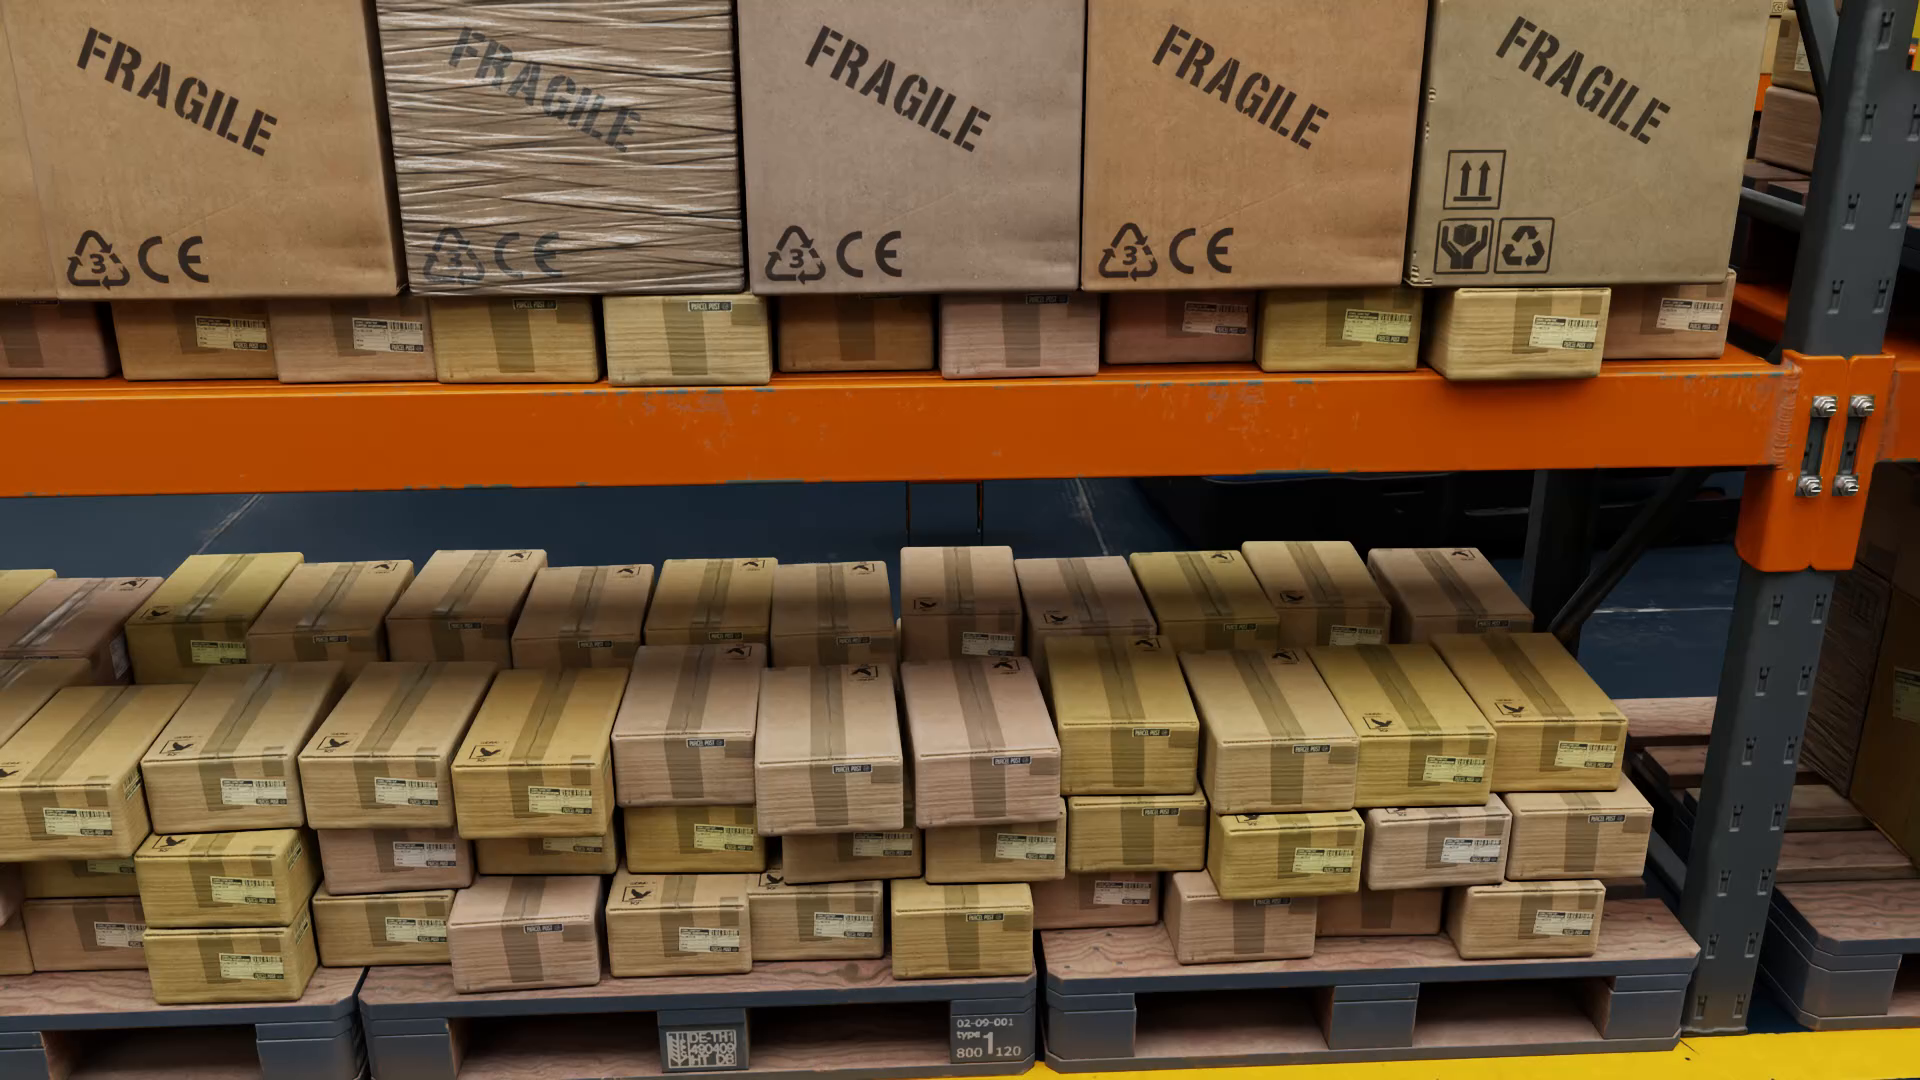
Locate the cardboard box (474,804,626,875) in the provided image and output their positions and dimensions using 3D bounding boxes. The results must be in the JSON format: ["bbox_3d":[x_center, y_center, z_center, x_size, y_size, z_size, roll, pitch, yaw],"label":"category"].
[{"bbox_3d":[-0.750,0.472,3.163,0.250,0.149,0.380,0,21,0],"label":"cardboard box"}]

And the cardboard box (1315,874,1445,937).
[{"bbox_3d":[0.763,0.602,3.240,0.250,0.149,0.380,-1,21,-2],"label":"cardboard box"}]

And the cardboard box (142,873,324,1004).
[{"bbox_3d":[-1.287,0.674,3.052,0.250,0.149,0.380,-1,21,-2],"label":"cardboard box"}]

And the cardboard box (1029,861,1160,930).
[{"bbox_3d":[0.233,0.593,3.265,0.250,0.149,0.380,-2,21,-4],"label":"cardboard box"}]

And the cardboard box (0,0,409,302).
[{"bbox_3d":[-1.108,-0.679,2.631,0.500,0.500,0.500,-1,21,-2],"label":"cardboard box"}]

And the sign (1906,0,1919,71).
[{"bbox_3d":[1.438,-0.850,2.422,0.005,0.325,0.100,-1,21,-3],"label":"sign"}]

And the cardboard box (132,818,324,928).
[{"bbox_3d":[-1.278,0.532,3.007,0.250,0.149,0.380,-1,21,-1],"label":"cardboard box"}]

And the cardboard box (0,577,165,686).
[{"bbox_3d":[-1.826,0.215,3.420,0.250,0.149,0.380,-1,21,-2],"label":"cardboard box"}]

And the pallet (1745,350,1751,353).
[{"bbox_3d":[4.218,-1.184,8.433,1.213,0.211,1.003,-1,21,-3],"label":"pallet"}]

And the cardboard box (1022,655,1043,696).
[{"bbox_3d":[0.261,0.311,3.586,0.250,0.149,0.380,-2,21,-6],"label":"cardboard box"}]

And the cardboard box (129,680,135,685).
[{"bbox_3d":[-1.820,0.342,3.507,0.250,0.149,0.380,-2,21,-4],"label":"cardboard box"}]

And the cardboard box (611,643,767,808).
[{"bbox_3d":[-0.493,0.338,3.098,0.250,0.149,0.380,-1,21,-3],"label":"cardboard box"}]

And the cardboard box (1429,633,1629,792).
[{"bbox_3d":[1.059,0.319,3.147,0.250,0.149,0.380,-1,21,-2],"label":"cardboard box"}]

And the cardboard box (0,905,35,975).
[{"bbox_3d":[-1.796,0.647,3.121,0.250,0.149,0.380,-1,21,-3],"label":"cardboard box"}]

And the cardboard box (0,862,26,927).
[{"bbox_3d":[-1.780,0.535,2.999,0.250,0.149,0.380,-1,21,-3],"label":"cardboard box"}]

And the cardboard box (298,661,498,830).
[{"bbox_3d":[-1.004,0.366,3.024,0.250,0.149,0.380,0,21,-1],"label":"cardboard box"}]

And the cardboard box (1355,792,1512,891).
[{"bbox_3d":[0.834,0.488,3.123,0.250,0.149,0.380,-2,21,-6],"label":"cardboard box"}]

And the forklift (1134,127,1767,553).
[{"bbox_3d":[2.167,-1.532,5.527,3.031,2.935,1.130,-4,21,-10],"label":"forklift"}]

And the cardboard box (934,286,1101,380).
[{"bbox_3d":[0.078,-0.391,2.786,0.250,0.149,0.380,-2,21,-5],"label":"cardboard box"}]

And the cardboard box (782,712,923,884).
[{"bbox_3d":[-0.211,0.480,3.143,0.250,0.149,0.380,-2,21,-6],"label":"cardboard box"}]

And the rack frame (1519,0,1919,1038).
[{"bbox_3d":[1.399,-0.639,3.082,0.127,3.000,1.000,-1,21,-3],"label":"rack frame"}]

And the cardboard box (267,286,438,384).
[{"bbox_3d":[-0.958,-0.382,2.762,0.250,0.149,0.380,-2,21,-4],"label":"cardboard box"}]

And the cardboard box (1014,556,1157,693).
[{"bbox_3d":[0.256,0.173,3.530,0.250,0.149,0.380,-2,21,-4],"label":"cardboard box"}]

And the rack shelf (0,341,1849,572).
[{"bbox_3d":[-0.597,-0.262,3.104,4.000,0.370,1.077,-1,21,-3],"label":"rack shelf"}]

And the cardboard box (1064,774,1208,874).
[{"bbox_3d":[0.311,0.470,3.170,0.250,0.149,0.380,-1,21,-3],"label":"cardboard box"}]

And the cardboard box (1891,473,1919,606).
[{"bbox_3d":[2.152,0.062,3.112,0.500,0.250,0.500,-2,21,-5],"label":"cardboard box"}]

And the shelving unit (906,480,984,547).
[{"bbox_3d":[-0.053,-0.490,5.431,0.252,1.050,0.215,-1,21,-3],"label":"shelving unit"}]

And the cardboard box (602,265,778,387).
[{"bbox_3d":[-0.429,-0.375,2.743,0.250,0.149,0.380,-1,21,-2],"label":"cardboard box"}]

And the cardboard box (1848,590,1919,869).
[{"bbox_3d":[2.152,0.413,3.244,0.500,0.500,0.500,0,21,-1],"label":"cardboard box"}]

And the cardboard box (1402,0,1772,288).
[{"bbox_3d":[0.933,-0.714,2.722,0.500,0.500,0.500,-1,21,-3],"label":"cardboard box"}]

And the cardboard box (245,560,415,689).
[{"bbox_3d":[-1.313,0.182,3.507,0.250,0.149,0.380,-2,21,-5],"label":"cardboard box"}]

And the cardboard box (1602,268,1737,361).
[{"bbox_3d":[1.127,-0.432,2.893,0.250,0.149,0.380,-1,21,-4],"label":"cardboard box"}]

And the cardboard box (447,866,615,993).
[{"bbox_3d":[-0.784,0.661,3.087,0.250,0.149,0.380,-2,21,-6],"label":"cardboard box"}]

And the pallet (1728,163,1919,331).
[{"bbox_3d":[2.171,-0.513,3.022,1.213,0.211,1.003,-1,21,-3],"label":"pallet"}]

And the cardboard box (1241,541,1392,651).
[{"bbox_3d":[0.765,0.137,3.625,0.250,0.149,0.380,0,21,0],"label":"cardboard box"}]

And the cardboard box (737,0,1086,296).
[{"bbox_3d":[-0.083,-0.694,2.670,0.500,0.500,0.500,-1,21,-3],"label":"cardboard box"}]

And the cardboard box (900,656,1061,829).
[{"bbox_3d":[0.029,0.362,3.035,0.250,0.149,0.380,-2,21,-6],"label":"cardboard box"}]

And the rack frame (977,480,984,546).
[{"bbox_3d":[0.068,-0.492,5.438,0.008,1.050,0.200,-1,21,-3],"label":"rack frame"}]

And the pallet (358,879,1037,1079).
[{"bbox_3d":[-0.490,0.717,3.442,1.213,0.211,1.003,-1,21,-3],"label":"pallet"}]

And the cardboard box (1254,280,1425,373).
[{"bbox_3d":[0.606,-0.404,2.820,0.250,0.149,0.380,0,21,-1],"label":"cardboard box"}]

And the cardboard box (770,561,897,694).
[{"bbox_3d":[-0.270,0.185,3.501,0.250,0.149,0.380,-2,21,-5],"label":"cardboard box"}]

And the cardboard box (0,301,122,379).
[{"bbox_3d":[-1.478,-0.390,2.783,0.250,0.149,0.380,0,21,-1],"label":"cardboard box"}]

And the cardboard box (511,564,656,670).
[{"bbox_3d":[-0.778,0.191,3.484,0.250,0.149,0.380,-2,21,-5],"label":"cardboard box"}]

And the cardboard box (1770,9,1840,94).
[{"bbox_3d":[1.785,-0.935,3.205,0.250,0.149,0.380,-1,21,-1],"label":"cardboard box"}]

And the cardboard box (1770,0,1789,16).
[{"bbox_3d":[3.519,-2.510,7.507,0.500,0.250,0.500,-2,21,-4],"label":"cardboard box"}]

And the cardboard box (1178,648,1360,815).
[{"bbox_3d":[0.558,0.346,3.077,0.250,0.149,0.380,-1,21,-4],"label":"cardboard box"}]

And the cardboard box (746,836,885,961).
[{"bbox_3d":[-0.270,0.629,3.170,0.250,0.149,0.380,-1,21,-2],"label":"cardboard box"}]

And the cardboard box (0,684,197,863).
[{"bbox_3d":[-1.524,0.403,2.927,0.250,0.149,0.380,-1,21,-3],"label":"cardboard box"}]
